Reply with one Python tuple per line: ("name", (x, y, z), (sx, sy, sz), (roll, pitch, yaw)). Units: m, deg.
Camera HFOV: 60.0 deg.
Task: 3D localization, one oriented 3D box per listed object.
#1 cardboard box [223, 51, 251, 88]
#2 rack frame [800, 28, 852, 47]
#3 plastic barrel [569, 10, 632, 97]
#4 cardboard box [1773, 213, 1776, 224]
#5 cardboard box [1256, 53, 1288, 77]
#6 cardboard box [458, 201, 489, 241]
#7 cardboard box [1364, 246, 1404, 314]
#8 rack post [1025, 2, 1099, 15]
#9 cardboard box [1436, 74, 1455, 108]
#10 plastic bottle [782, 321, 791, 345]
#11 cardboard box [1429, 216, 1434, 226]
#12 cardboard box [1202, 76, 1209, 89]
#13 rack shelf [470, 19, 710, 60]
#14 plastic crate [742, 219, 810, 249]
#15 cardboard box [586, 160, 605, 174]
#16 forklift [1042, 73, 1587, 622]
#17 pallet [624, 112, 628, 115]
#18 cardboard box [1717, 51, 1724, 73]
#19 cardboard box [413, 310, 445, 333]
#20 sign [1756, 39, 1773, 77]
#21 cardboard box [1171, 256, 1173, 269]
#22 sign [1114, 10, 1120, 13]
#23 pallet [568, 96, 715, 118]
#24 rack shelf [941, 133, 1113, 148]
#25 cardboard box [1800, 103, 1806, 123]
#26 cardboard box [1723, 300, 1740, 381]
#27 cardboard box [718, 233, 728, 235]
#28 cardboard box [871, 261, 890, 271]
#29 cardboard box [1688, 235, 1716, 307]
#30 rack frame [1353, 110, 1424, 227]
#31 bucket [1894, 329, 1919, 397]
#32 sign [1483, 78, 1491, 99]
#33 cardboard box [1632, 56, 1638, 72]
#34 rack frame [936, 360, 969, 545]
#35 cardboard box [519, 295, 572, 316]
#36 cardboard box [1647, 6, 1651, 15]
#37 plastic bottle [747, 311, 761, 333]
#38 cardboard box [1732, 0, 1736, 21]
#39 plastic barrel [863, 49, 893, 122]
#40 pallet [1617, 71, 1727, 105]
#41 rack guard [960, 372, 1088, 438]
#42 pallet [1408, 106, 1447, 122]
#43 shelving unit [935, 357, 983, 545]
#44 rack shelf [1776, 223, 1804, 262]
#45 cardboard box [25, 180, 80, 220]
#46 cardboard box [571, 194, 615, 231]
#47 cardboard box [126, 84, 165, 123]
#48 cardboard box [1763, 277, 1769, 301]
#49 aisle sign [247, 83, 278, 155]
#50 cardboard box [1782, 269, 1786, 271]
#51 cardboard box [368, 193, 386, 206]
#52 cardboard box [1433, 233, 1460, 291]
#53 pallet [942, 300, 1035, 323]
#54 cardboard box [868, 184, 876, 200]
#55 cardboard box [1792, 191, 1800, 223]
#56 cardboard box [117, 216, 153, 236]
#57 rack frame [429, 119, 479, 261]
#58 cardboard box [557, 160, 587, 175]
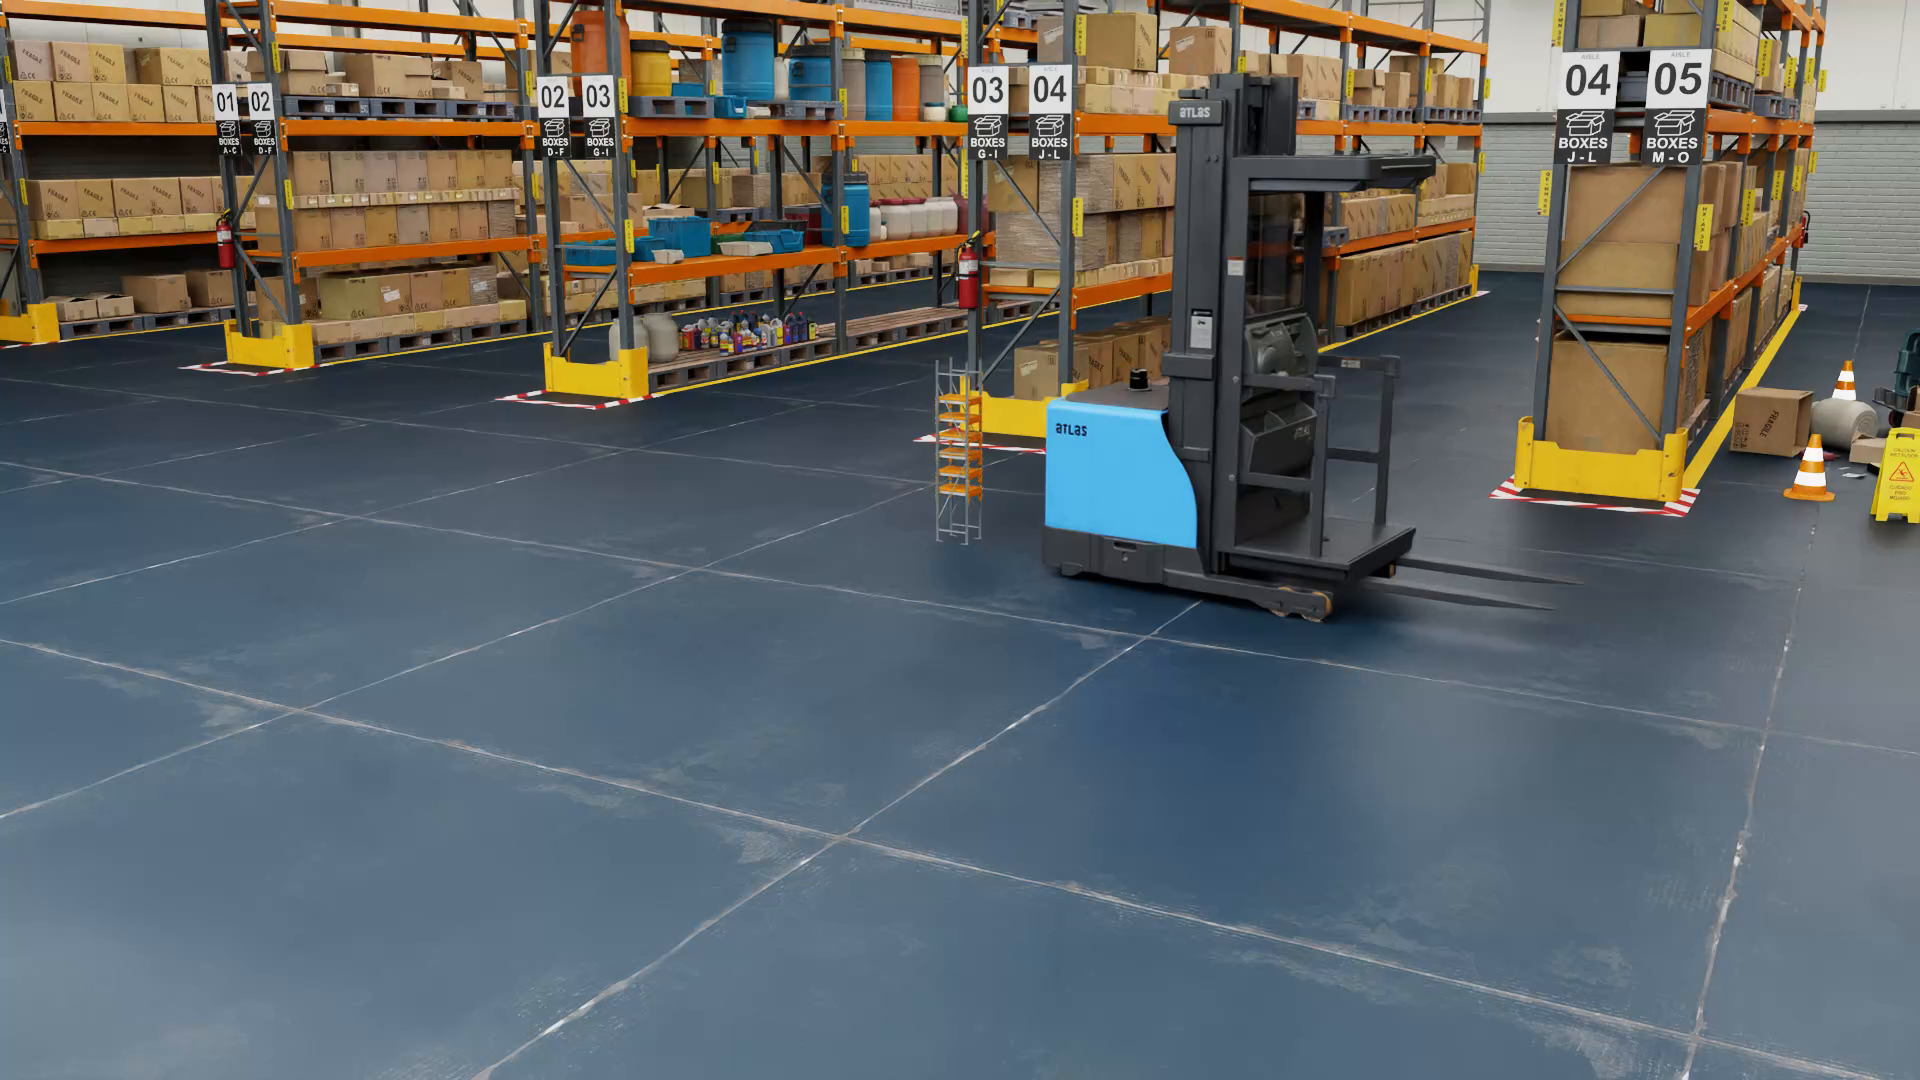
("cardboard box", (-10.545, -6.794, 24.026), (0.500, 0.500, 0.500), (6, 15, 23))
("rack frame", (-2.334, -8.922, 28.842), (1.000, 3.000, 0.127), (7, 15, 28))
("plastic barrel", (-3.677, -4.967, 17.025), (0.600, 0.830, 0.708), (7, 15, 28))
("cardboard box", (10.363, -4.174, 21.586), (0.380, 0.149, 0.250), (7, 15, 28))
("cardboard box", (3.237, -5.233, 18.821), (0.797, 0.503, 0.637), (8, 16, 30))
("cardboard box", (-6.660, -4.212, 21.893), (0.700, 0.500, 0.500), (7, 15, 27))
("cardboard box", (5.613, -3.737, 23.772), (1.225, 0.875, 0.875), (7, 15, 26))
("rack post", (1.565, -8.154, 25.818), (0.937, 0.300, 0.954), (7, 15, 27))
("cardboard box", (7.302, -7.011, 25.990), (0.700, 0.500, 0.500), (8, 16, 30))
("plastic bottle", (-2.061, -2.454, 19.668), (0.061, 0.283, 0.133), (9, 16, 32))
("cardboard box", (7.024, -4.892, 25.460), (0.380, 0.149, 0.250), (8, 16, 30))
("cardboard box", (2.310, -4.615, 16.847), (0.380, 0.149, 0.250), (7, 15, 25))
("rack shelf", (-5.235, -7.147, 23.868), (1.077, 0.370, 4.000), (7, 15, 28))
("plastic crate", (-2.232, -3.679, 20.028), (0.767, 0.338, 0.504), (7, 15, 28))
("cardboard box", (-6.930, -6.905, 30.785), (0.500, 0.250, 0.500), (8, 16, 29))
("forklift", (2.008, -1.114, 9.402), (3.031, 2.935, 1.130), (9, 16, 33))
("pallet", (-5.056, -6.173, 24.239), (1.003, 0.211, 1.213), (8, 16, 31))
("cardboard box", (5.397, -3.513, 12.233), (0.380, 0.149, 0.250), (8, 15, 29))
("cardboard box", (-6.955, -2.804, 21.234), (0.500, 0.250, 0.500), (7, 15, 28))
("sign", (7.248, -4.344, 14.981), (0.100, 0.325, 0.005), (7, 15, 28))
("cardboard box", (1.974, -2.791, 16.747), (0.380, 0.149, 0.250), (7, 15, 28))
("sign", (2.481, -8.196, 26.276), (0.100, 0.325, 0.005), (7, 15, 28))
("pallet", (-3.315, -4.507, 17.331), (1.003, 0.211, 1.213), (7, 15, 28))
("rack shelf", (1.033, -6.142, 25.245), (1.077, 0.370, 4.000), (7, 15, 28))
("cardboard box", (11.084, -5.750, 22.406), (0.500, 0.250, 0.500), (8, 16, 31))
("cardboard box", (7.453, -2.104, 17.266), (1.050, 0.750, 0.750), (7, 15, 28))
("cardboard box", (-5.231, -6.118, 34.450), (0.700, 0.500, 0.500), (7, 15, 28))
("cardboard box", (-1.532, -5.083, 30.822), (0.380, 0.166, 0.250), (7, 15, 28))
("cardboard box", (5.595, -2.208, 13.473), (0.875, 0.550, 0.550), (7, 15, 28))
("rack frame", (6.336, -4.883, 24.887), (1.000, 3.000, 0.127), (7, 15, 28))
("bucket", (8.714, -1.517, 14.668), (0.620, 0.611, 0.726), (1, 9, -42))
("sign", (8.738, -7.489, 27.578), (0.100, 0.325, 0.005), (7, 15, 28))
("cardboard box", (5.061, -3.690, 12.965), (0.380, 0.149, 0.250), (8, 15, 29))
("rack frame", (-0.051, -0.562, 10.803), (0.240, 1.200, 0.006), (7, 15, 28))
("cardboard box", (-5.790, -3.287, 23.237), (0.500, 0.250, 0.500), (7, 15, 27))
("cardboard box", (5.309, -4.183, 13.309), (0.380, 0.149, 0.250), (7, 15, 27))
("plastic bottle", (-2.495, -2.594, 20.106), (0.144, 0.351, 0.185), (7, 15, 28))
("cardboard box", (5.636, -4.003, 12.561), (0.380, 0.149, 0.250), (8, 15, 29))
("plastic barrel", (-1.179, -5.902, 21.644), (0.600, 0.901, 0.708), (7, 15, 28))
("pallet", (5.177, -3.407, 12.553), (1.003, 0.211, 1.213), (7, 15, 28))
("rack guard", (0.572, -1.221, 15.032), (1.175, 0.500, 0.348), (7, 15, 28))
("pallet", (6.741, -6.465, 25.237), (1.003, 0.211, 1.213), (7, 15, 28))
("shelving unit", (-0.007, -0.580, 10.881), (0.258, 1.200, 0.189), (7, 15, 28))
("rack shelf", (11.596, -4.361, 24.256), (1.077, 0.370, 4.000), (7, 15, 28))
("cardboard box", (-11.980, -4.470, 21.851), (0.500, 0.500, 0.500), (7, 15, 28))
("cardboard box", (-5.319, -4.780, 24.246), (0.500, 0.500, 0.500), (7, 15, 28))
("cardboard box", (-11.314, -5.987, 22.810), (0.500, 0.500, 0.500), (8, 16, 31))
("cardboard box", (9.486, -3.051, 20.126), (0.500, 0.250, 0.500), (7, 15, 27))
("aisle sign", (-7.899, -4.760, 18.829), (0.394, 0.787, 0.004), (7, 15, 28))
("cardboard box", (12.357, -4.046, 25.333), (0.380, 0.149, 0.250), (8, 16, 29))
("cardboard box", (-7.259, -4.176, 20.358), (0.380, 0.149, 0.250), (7, 15, 26))
("cardboard box", (7.590, -4.548, 27.134), (0.875, 0.875, 0.875), (7, 15, 28))
("pallet", (0.411, -3.434, 24.828), (1.003, 0.211, 1.213), (7, 15, 28))
("cardboard box", (-1.849, -6.128, 29.839), (0.500, 0.500, 0.500), (8, 16, 30))
("cardboard box", (11.597, -4.768, 23.562), (0.500, 0.500, 0.500), (7, 15, 27))
("cardboard box", (-11.470, -4.317, 22.819), (0.500, 0.250, 0.500), (7, 15, 27))
("rack frame", (-8.606, -5.746, 28.466), (1.000, 3.000, 0.127), (7, 15, 28))
("cardboard box", (-7.176, -6.801, 30.351), (0.500, 0.250, 0.500), (8, 16, 29))
